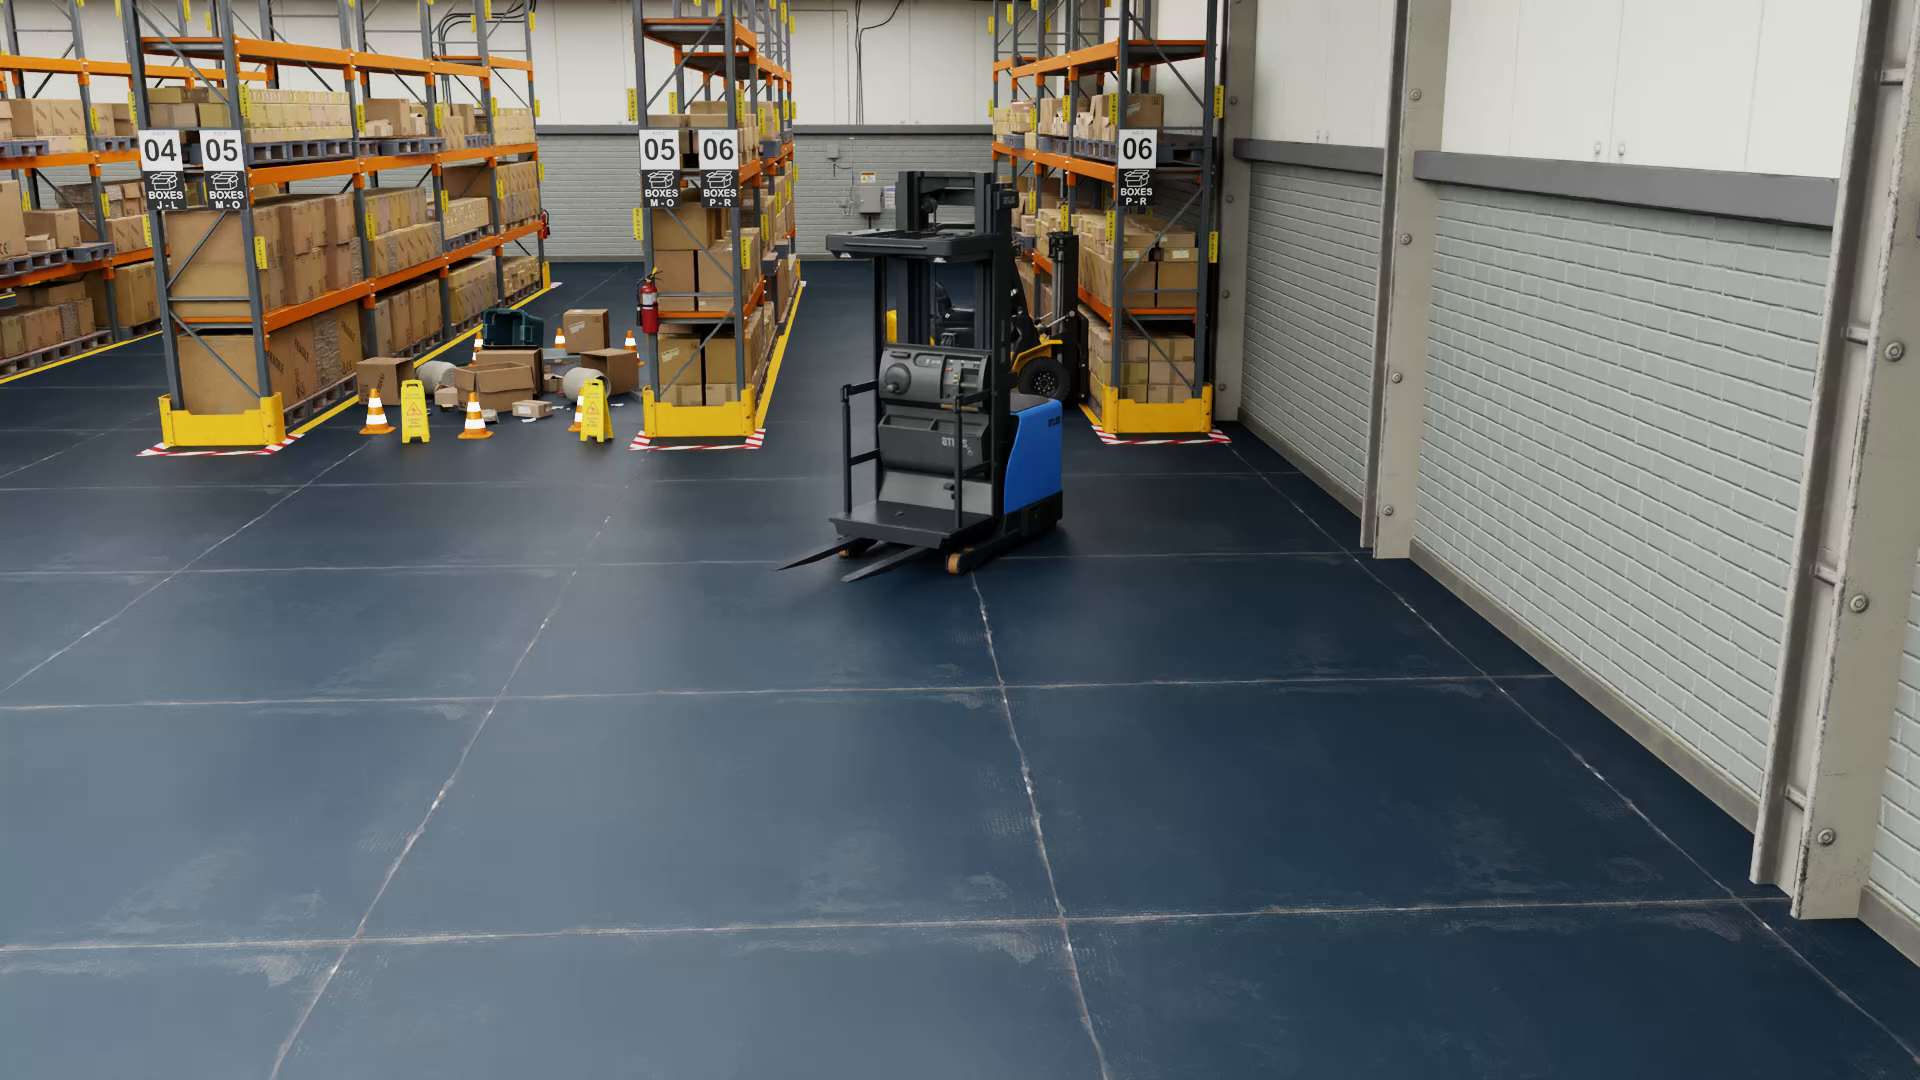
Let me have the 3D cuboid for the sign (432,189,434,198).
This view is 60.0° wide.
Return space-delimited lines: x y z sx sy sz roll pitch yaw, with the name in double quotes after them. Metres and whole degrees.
-9.024 -5.880 28.624 0.100 0.325 0.005 -1 14 -3 "sign"

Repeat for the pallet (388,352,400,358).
-8.111 -2.322 22.128 1.003 0.211 1.213 -1 14 -3 "pallet"

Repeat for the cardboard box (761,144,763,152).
-3.049 -5.772 24.426 0.380 0.149 0.250 -1 14 -3 "cardboard box"

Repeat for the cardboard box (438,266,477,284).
-8.086 -4.257 26.722 0.500 0.250 0.500 -1 14 -3 "cardboard box"

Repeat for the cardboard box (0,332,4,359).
-12.961 -2.586 21.691 0.700 0.500 0.500 -2 15 -8 "cardboard box"

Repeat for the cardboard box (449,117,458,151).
-8.043 -6.248 25.570 0.500 0.500 0.500 -1 14 -3 "cardboard box"

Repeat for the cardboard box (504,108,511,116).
-8.293 -7.690 29.874 0.380 0.149 0.250 0 14 -1 "cardboard box"

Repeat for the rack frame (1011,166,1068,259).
1.405 -5.651 29.468 1.000 3.000 0.127 -1 14 -3 "rack frame"

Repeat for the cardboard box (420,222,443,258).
-7.940 -4.417 24.474 0.500 0.500 0.500 -1 14 -3 "cardboard box"

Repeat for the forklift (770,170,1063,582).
-0.311 -1.284 12.636 1.130 2.935 3.031 8 17 29 "forklift"

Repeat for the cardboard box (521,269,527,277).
-8.337 -4.984 31.160 0.380 0.149 0.250 0 14 -1 "cardboard box"

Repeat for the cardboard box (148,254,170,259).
-13.324 -4.213 27.304 1.225 0.875 0.875 -1 14 -5 "cardboard box"

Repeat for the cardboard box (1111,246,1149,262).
1.847 -3.111 18.094 0.380 0.149 0.250 -1 14 -3 "cardboard box"

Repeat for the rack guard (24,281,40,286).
-18.646 -5.134 32.475 1.175 0.500 0.348 -1 14 -3 "rack guard"

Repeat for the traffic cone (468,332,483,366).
-6.564 -2.610 22.742 0.336 0.463 0.334 -1 14 -3 "traffic cone"

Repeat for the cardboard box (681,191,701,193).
-3.229 -3.895 19.840 0.700 0.500 0.500 -1 14 -5 "cardboard box"

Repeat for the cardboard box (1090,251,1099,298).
1.801 -3.090 19.314 0.500 0.500 0.500 -1 14 -4 "cardboard box"

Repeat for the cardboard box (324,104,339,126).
-7.670 -5.014 19.633 0.500 0.250 0.500 -1 14 -4 "cardboard box"

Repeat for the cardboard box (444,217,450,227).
-8.084 -4.893 25.589 0.380 0.149 0.250 0 14 -1 "cardboard box"

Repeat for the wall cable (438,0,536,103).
-10.598 -12.338 36.963 2.277 5.999 0.120 -1 14 -3 "wall cable"

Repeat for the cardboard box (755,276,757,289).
-2.663 -3.134 20.191 0.380 0.149 0.250 -1 14 -4 "cardboard box"

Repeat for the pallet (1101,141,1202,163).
2.130 -4.252 18.191 1.003 0.211 1.213 -1 14 -3 "pallet"

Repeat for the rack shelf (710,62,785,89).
-3.425 -7.439 26.626 1.077 0.370 4.000 -1 14 -3 "rack shelf"

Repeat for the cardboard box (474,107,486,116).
-8.260 -7.363 28.601 0.380 0.149 0.250 -1 14 -4 "cardboard box"

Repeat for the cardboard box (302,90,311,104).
-7.552 -4.987 18.730 0.380 0.149 0.250 -1 14 -3 "cardboard box"

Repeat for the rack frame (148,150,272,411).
-7.740 -2.487 17.173 1.000 3.000 0.127 -1 14 -3 "rack frame"

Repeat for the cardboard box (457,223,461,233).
-8.132 -4.940 26.367 0.380 0.149 0.250 0 14 -2 "cardboard box"

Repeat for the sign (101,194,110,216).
-12.651 -4.958 24.613 0.100 0.325 0.005 -1 14 -3 "sign"

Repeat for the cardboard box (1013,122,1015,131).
1.092 -6.899 27.761 0.380 0.149 0.250 -1 14 -4 "cardboard box"

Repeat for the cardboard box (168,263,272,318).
-7.808 -2.651 17.510 0.875 0.550 0.550 -1 14 -3 "cardboard box"

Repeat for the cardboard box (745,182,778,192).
-3.128 -5.361 26.134 0.500 0.500 0.500 -1 14 -3 "cardboard box"

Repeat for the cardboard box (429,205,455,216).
-8.117 -5.158 26.022 0.380 0.149 0.250 -1 15 -6 "cardboard box"

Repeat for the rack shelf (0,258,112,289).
-13.068 -3.579 22.862 1.077 0.370 4.000 -1 14 -3 "rack shelf"

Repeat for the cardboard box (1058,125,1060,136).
1.529 -5.513 22.373 0.380 0.149 0.250 -1 14 -4 "cardboard box"

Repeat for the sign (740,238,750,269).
-2.264 -3.016 17.493 0.100 0.325 0.005 -1 14 -3 "sign"

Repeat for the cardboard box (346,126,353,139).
-7.646 -4.979 20.299 0.380 0.149 0.250 -1 14 -4 "cardboard box"

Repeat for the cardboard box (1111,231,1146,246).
1.870 -3.320 18.309 0.380 0.149 0.250 -1 14 -3 "cardboard box"

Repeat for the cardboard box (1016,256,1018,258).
1.047 -5.138 31.651 0.500 0.500 0.500 -1 14 -2 "cardboard box"

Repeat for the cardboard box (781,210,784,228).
-3.154 -5.257 27.235 0.500 0.250 0.500 -1 14 -2 "cardboard box"

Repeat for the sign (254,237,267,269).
-7.185 -2.952 17.083 0.100 0.325 0.005 -1 14 -3 "sign"

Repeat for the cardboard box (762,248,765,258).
-2.772 -3.808 21.966 0.380 0.149 0.250 -1 14 -3 "cardboard box"

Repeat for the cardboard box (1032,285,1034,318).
1.412 -3.750 26.257 0.500 0.500 0.500 0 14 -2 "cardboard box"

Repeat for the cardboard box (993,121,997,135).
0.912 -8.055 32.497 0.500 0.250 0.500 -1 14 -4 "cardboard box"

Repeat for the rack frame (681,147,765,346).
-3.053 -3.583 21.434 1.000 3.000 0.127 -1 14 -3 "rack frame"

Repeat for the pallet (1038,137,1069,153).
1.784 -5.850 24.601 1.213 0.211 1.003 0 14 -1 "pallet"

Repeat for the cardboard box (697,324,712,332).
-3.175 -2.274 19.516 0.500 0.500 0.500 -1 14 -5 "cardboard box"

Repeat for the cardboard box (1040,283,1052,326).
1.678 -3.554 25.242 0.875 0.625 0.625 0 14 -2 "cardboard box"

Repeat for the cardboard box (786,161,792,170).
-3.435 -7.203 31.992 0.380 0.149 0.250 -1 14 -4 "cardboard box"

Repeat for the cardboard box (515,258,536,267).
-8.344 -5.324 31.882 0.380 0.149 0.250 -1 14 -5 "cardboard box"

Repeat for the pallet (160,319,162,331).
-13.238 -3.575 26.996 1.003 0.211 1.213 -1 14 -3 "pallet"

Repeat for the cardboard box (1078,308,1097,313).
1.639 -2.765 20.920 0.500 0.250 0.500 -1 14 -3 "cardboard box"

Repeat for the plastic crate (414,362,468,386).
-6.669 -2.125 21.293 0.450 0.188 0.662 -4 11 28 "plastic crate"

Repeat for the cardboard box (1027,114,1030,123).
1.274 -6.714 26.485 0.380 0.149 0.250 -1 14 -5 "cardboard box"

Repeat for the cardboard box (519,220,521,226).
-8.437 -5.946 31.121 0.380 0.149 0.250 -1 15 -6 "cardboard box"

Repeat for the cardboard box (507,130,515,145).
-8.301 -7.225 29.869 0.500 0.250 0.500 0 14 -1 "cardboard box"
